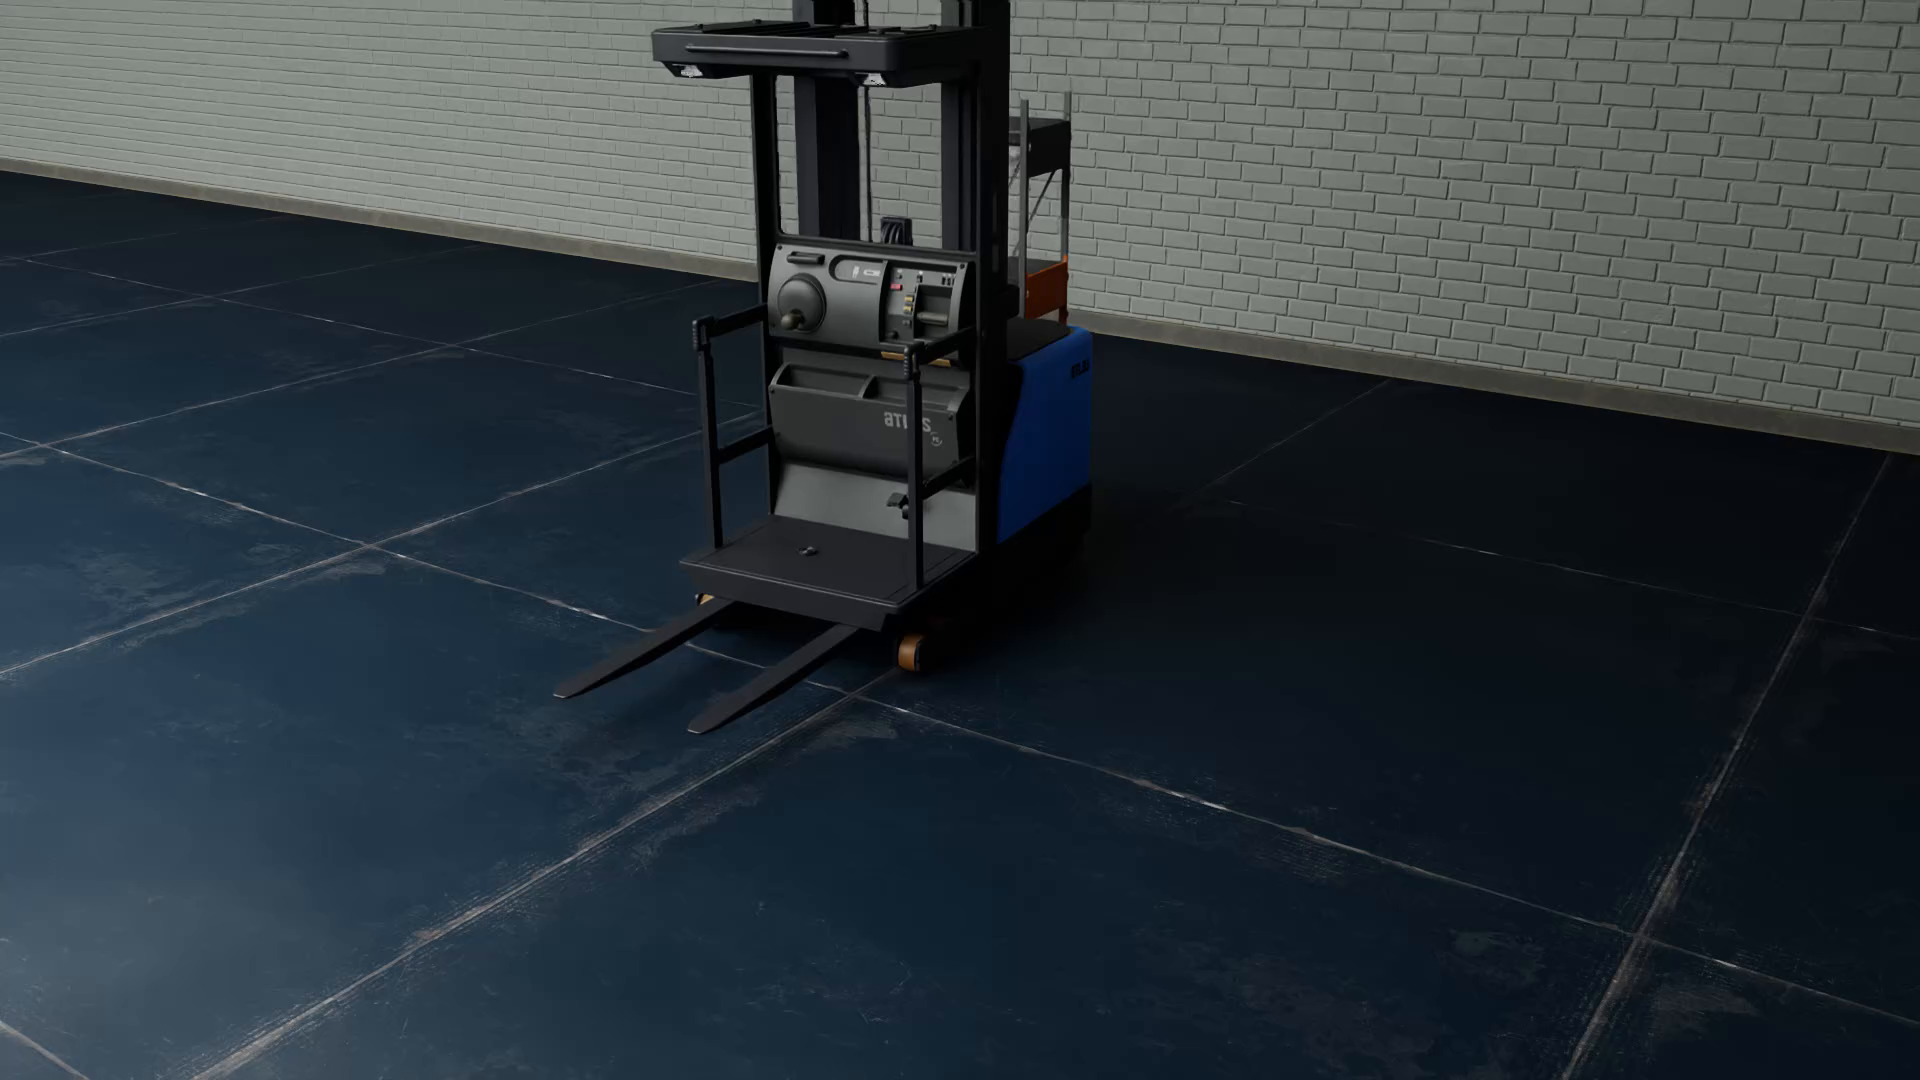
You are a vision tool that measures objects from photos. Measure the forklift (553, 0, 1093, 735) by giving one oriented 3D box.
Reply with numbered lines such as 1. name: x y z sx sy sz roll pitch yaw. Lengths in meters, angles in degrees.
1. forklift: -0.490 -1.008 6.765 1.130 2.935 3.031 10 23 26

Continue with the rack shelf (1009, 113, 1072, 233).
1. rack shelf: 0.255 -1.824 8.190 0.431 0.518 0.480 10 23 26

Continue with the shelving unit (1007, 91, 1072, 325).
1. shelving unit: 0.255 -1.180 8.429 0.431 2.100 0.503 10 23 26

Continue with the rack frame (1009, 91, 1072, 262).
1. rack frame: 0.369 -1.255 8.631 0.400 2.100 0.015 10 23 26

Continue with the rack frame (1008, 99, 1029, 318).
1. rack frame: 0.141 -1.105 8.226 0.400 2.100 0.015 10 23 26

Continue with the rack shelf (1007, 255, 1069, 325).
1. rack shelf: 0.255 -1.167 8.433 0.431 0.518 0.480 10 23 26
